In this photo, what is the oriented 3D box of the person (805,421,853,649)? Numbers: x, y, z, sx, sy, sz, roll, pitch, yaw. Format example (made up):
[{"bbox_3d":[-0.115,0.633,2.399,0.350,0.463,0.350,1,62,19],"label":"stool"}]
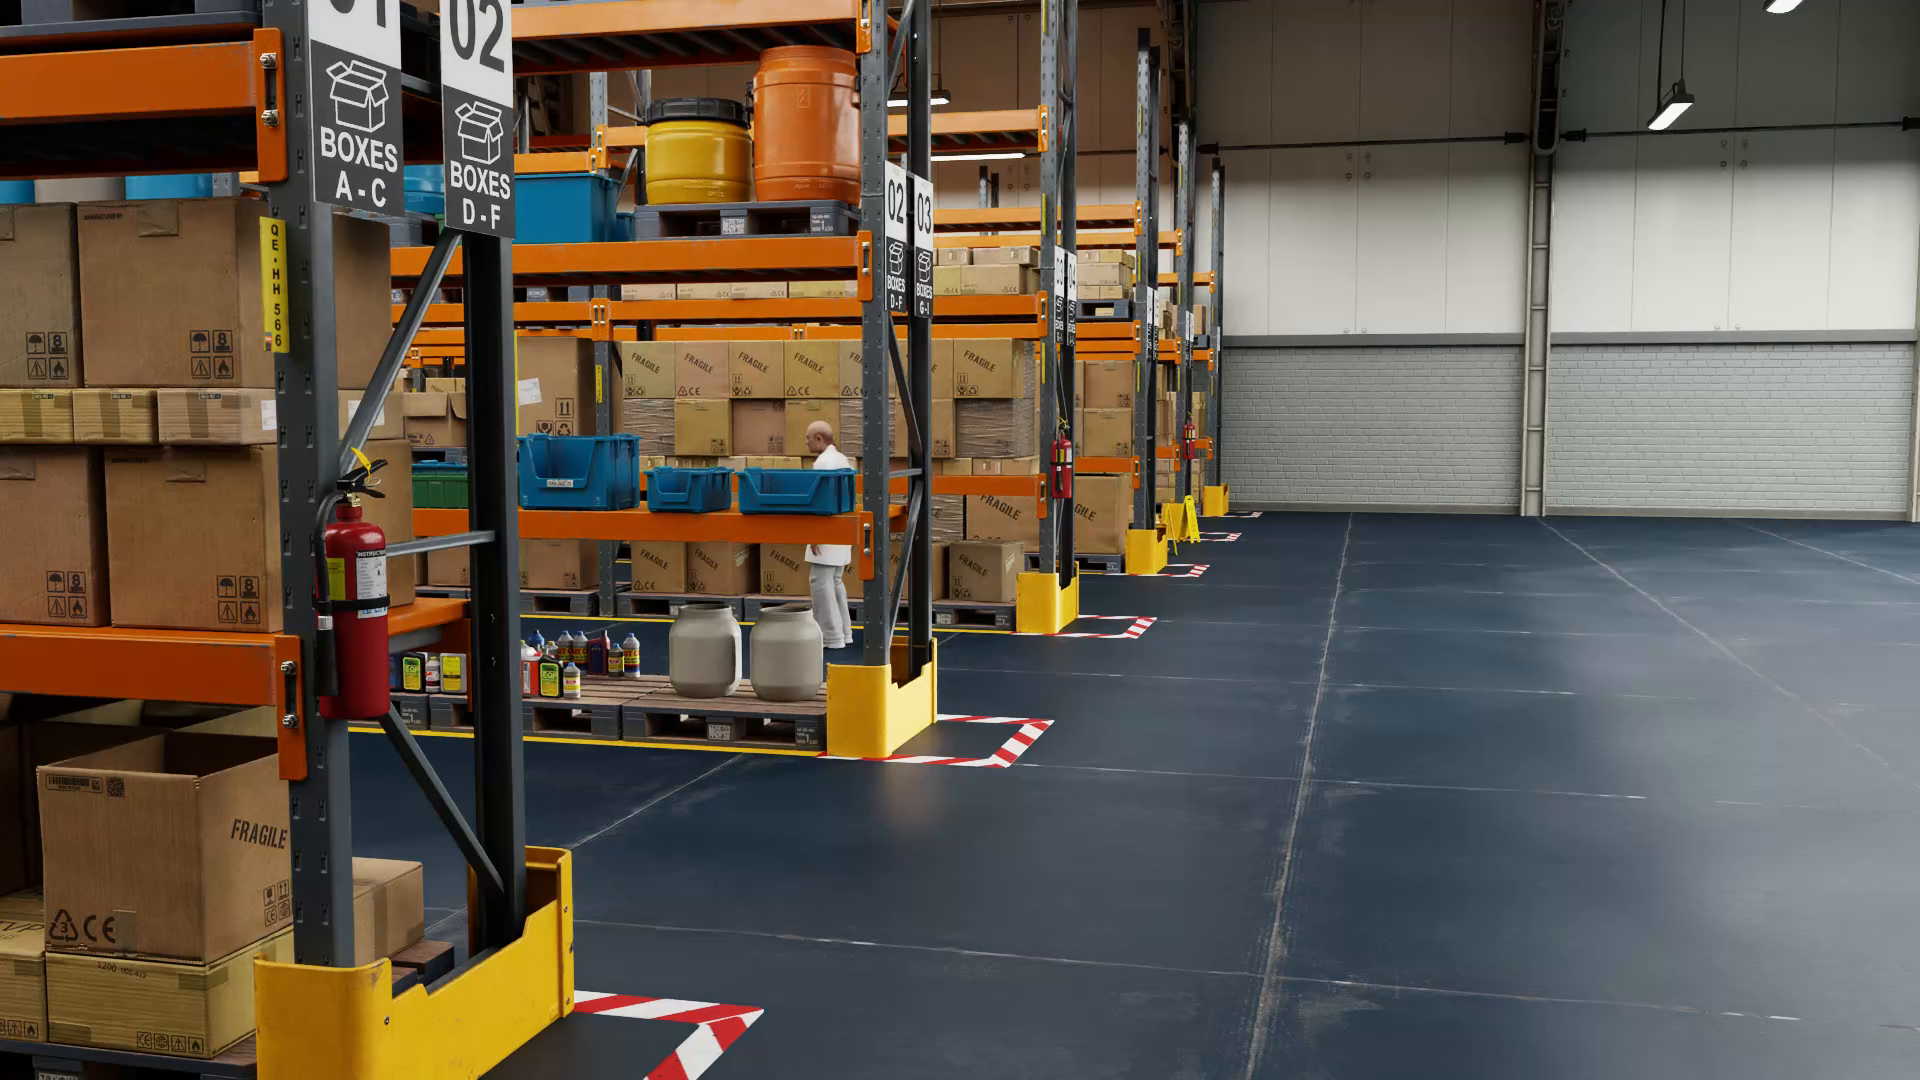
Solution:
[{"bbox_3d":[-1.039,-0.046,13.024,0.429,1.772,0.649,1,5,10],"label":"person"}]
